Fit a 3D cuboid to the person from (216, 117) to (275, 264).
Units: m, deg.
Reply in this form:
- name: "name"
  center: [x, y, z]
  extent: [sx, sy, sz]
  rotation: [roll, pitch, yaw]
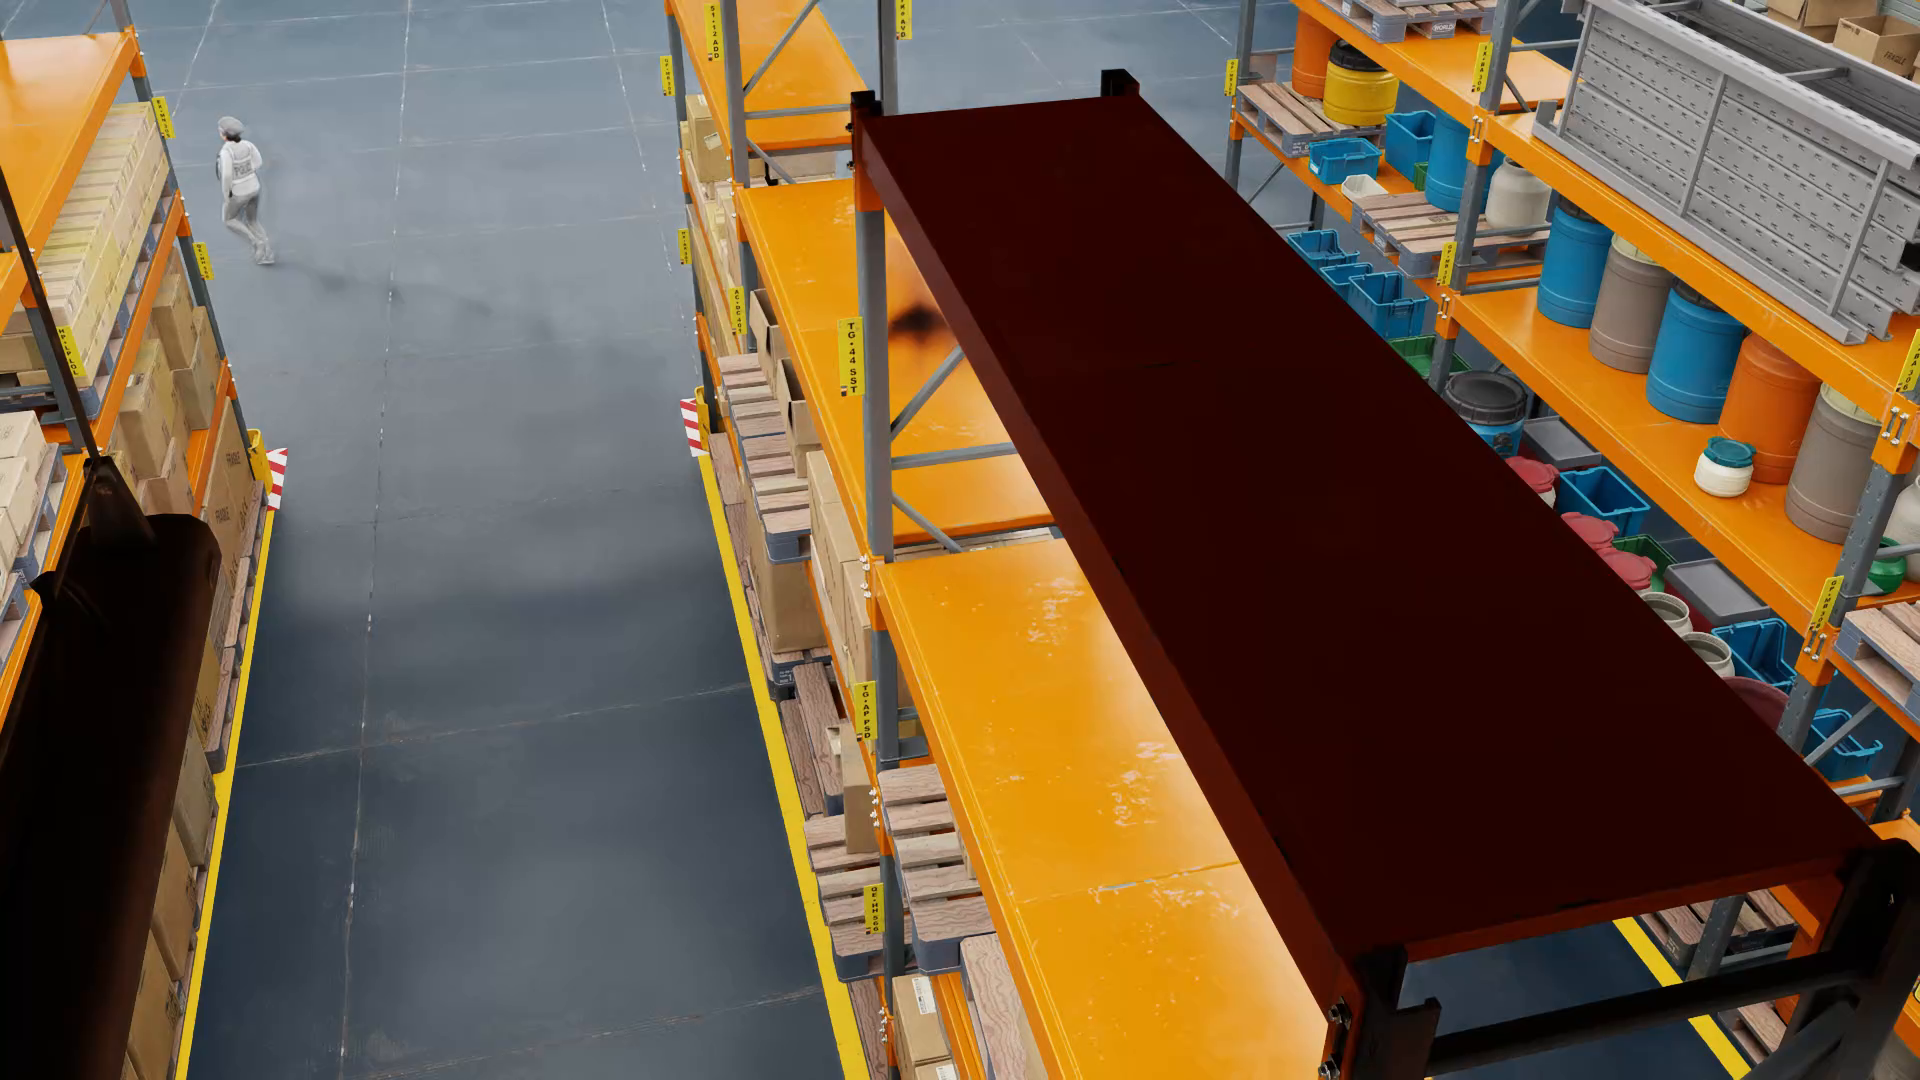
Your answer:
- name: "person"
  center: [-7.880, -3.812, 18.183]
  extent: [0.526, 1.668, 0.668]
  rotation: [15, 37, 21]
